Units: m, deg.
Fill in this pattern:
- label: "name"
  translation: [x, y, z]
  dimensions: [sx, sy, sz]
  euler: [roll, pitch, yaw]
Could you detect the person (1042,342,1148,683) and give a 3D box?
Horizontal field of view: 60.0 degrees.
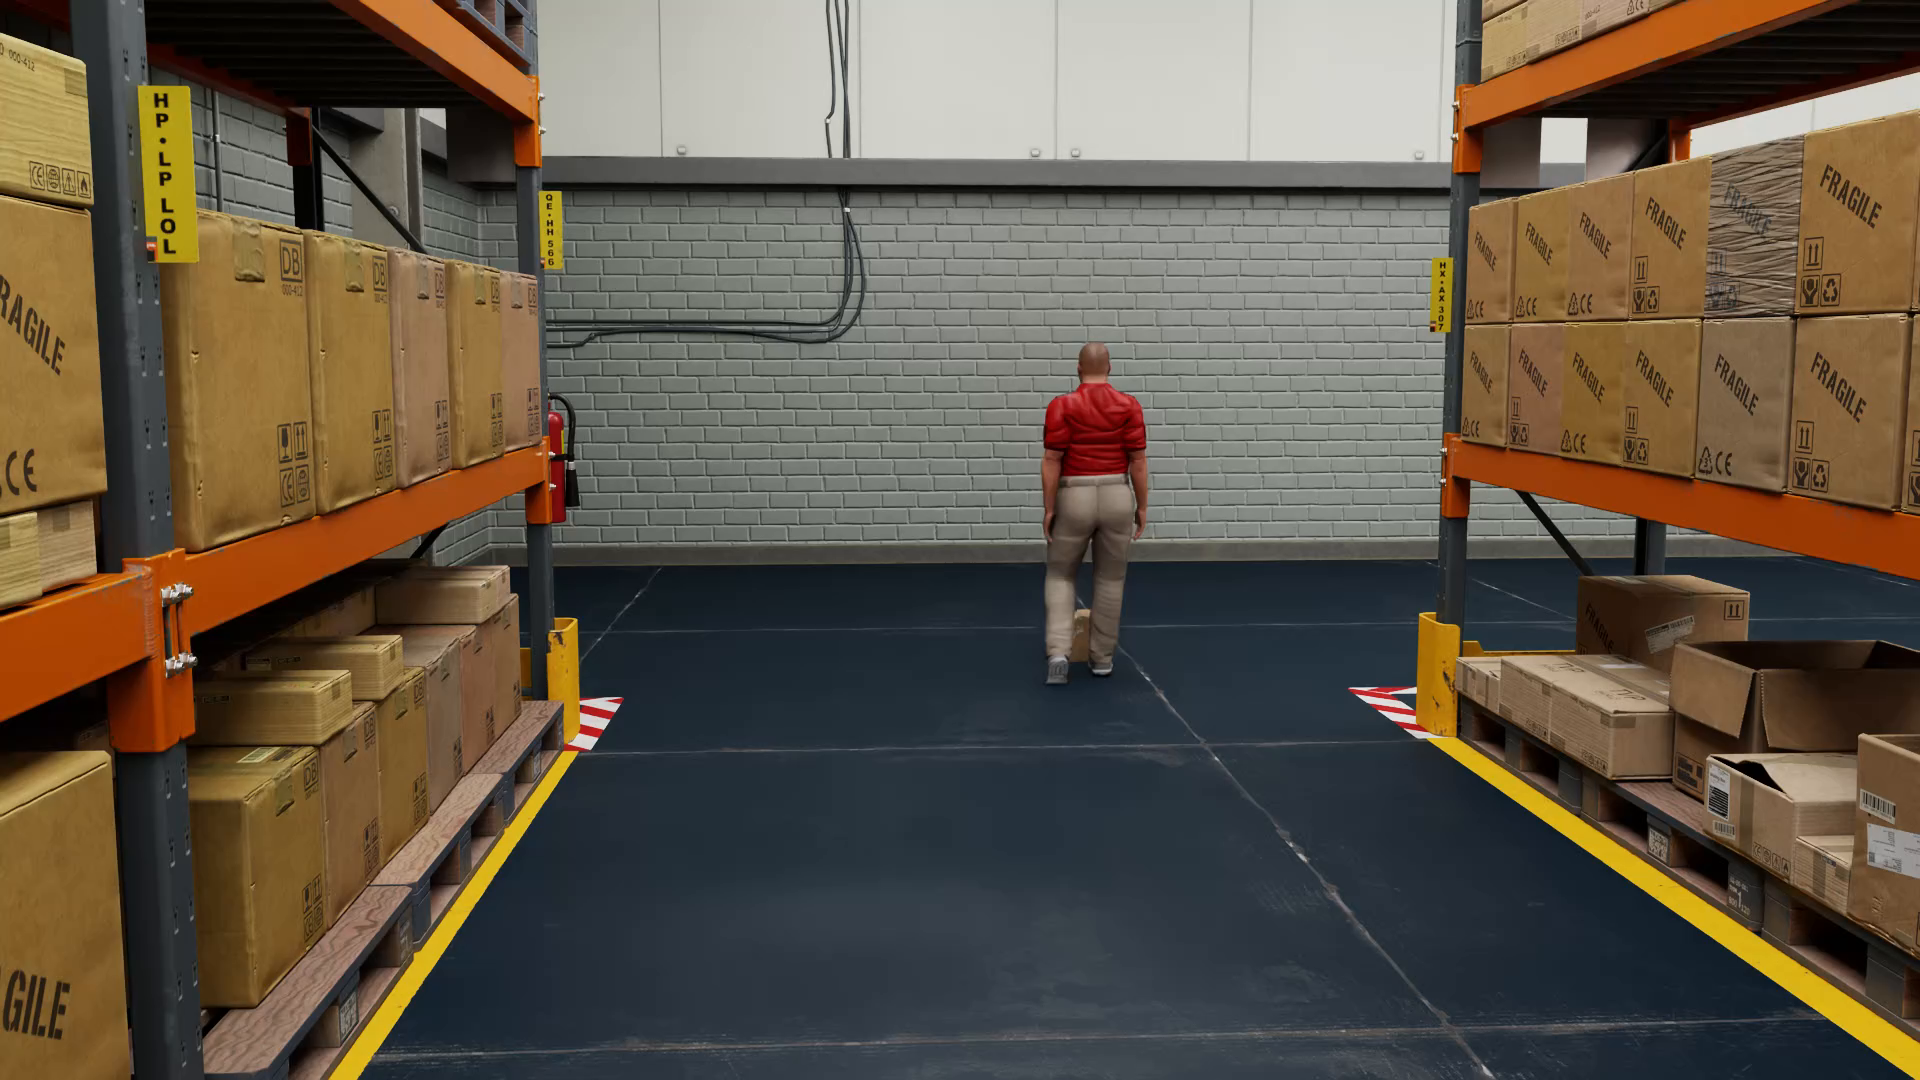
- label: "person"
  translation: [0.685, -0.119, 8.576]
  dimensions: [0.556, 1.792, 0.505]
  euler: [0, 7, -4]
